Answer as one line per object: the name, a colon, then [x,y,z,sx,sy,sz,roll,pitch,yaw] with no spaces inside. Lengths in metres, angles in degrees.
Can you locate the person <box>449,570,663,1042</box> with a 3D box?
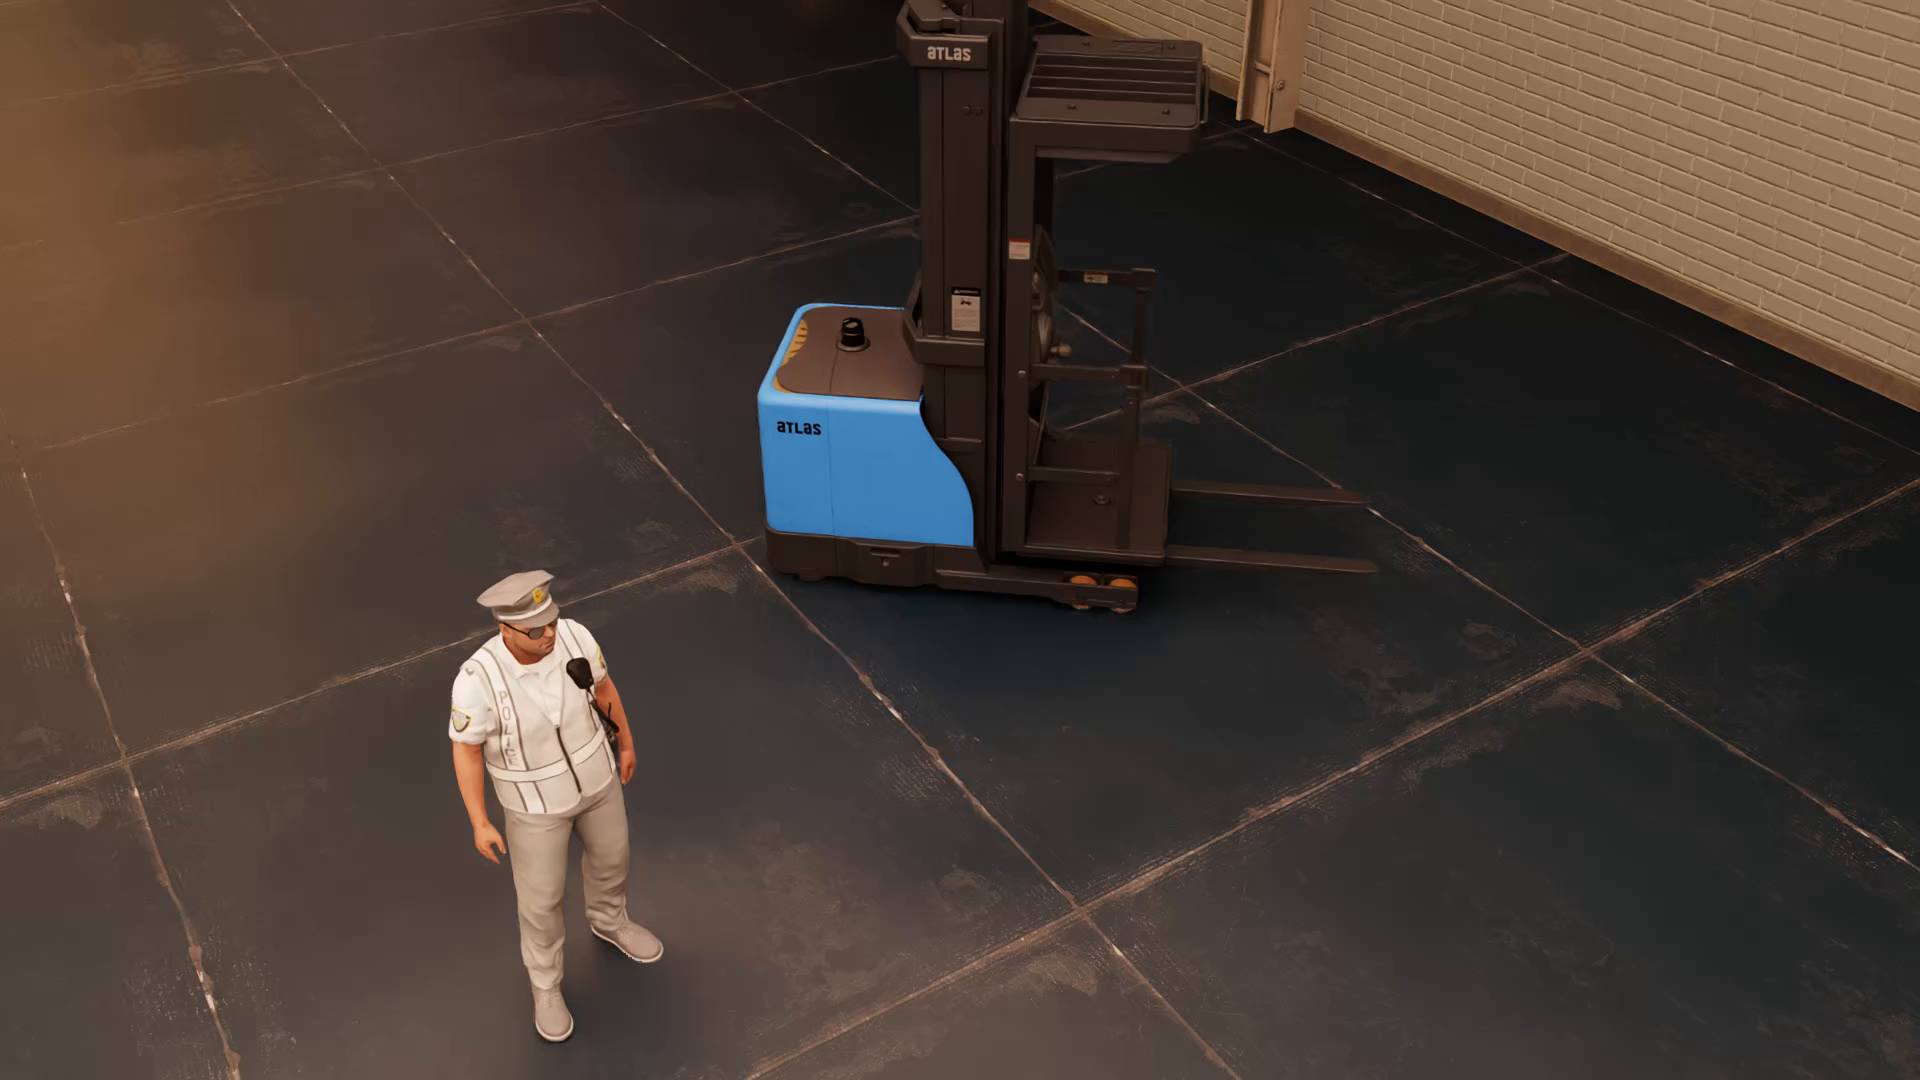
person: [-1.411,0.899,5.881,0.673,1.786,0.515,-27,43,-33]

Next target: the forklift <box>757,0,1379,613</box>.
forklift: [0.581,-1.169,7.811,3.031,2.935,1.130,4,35,6]
